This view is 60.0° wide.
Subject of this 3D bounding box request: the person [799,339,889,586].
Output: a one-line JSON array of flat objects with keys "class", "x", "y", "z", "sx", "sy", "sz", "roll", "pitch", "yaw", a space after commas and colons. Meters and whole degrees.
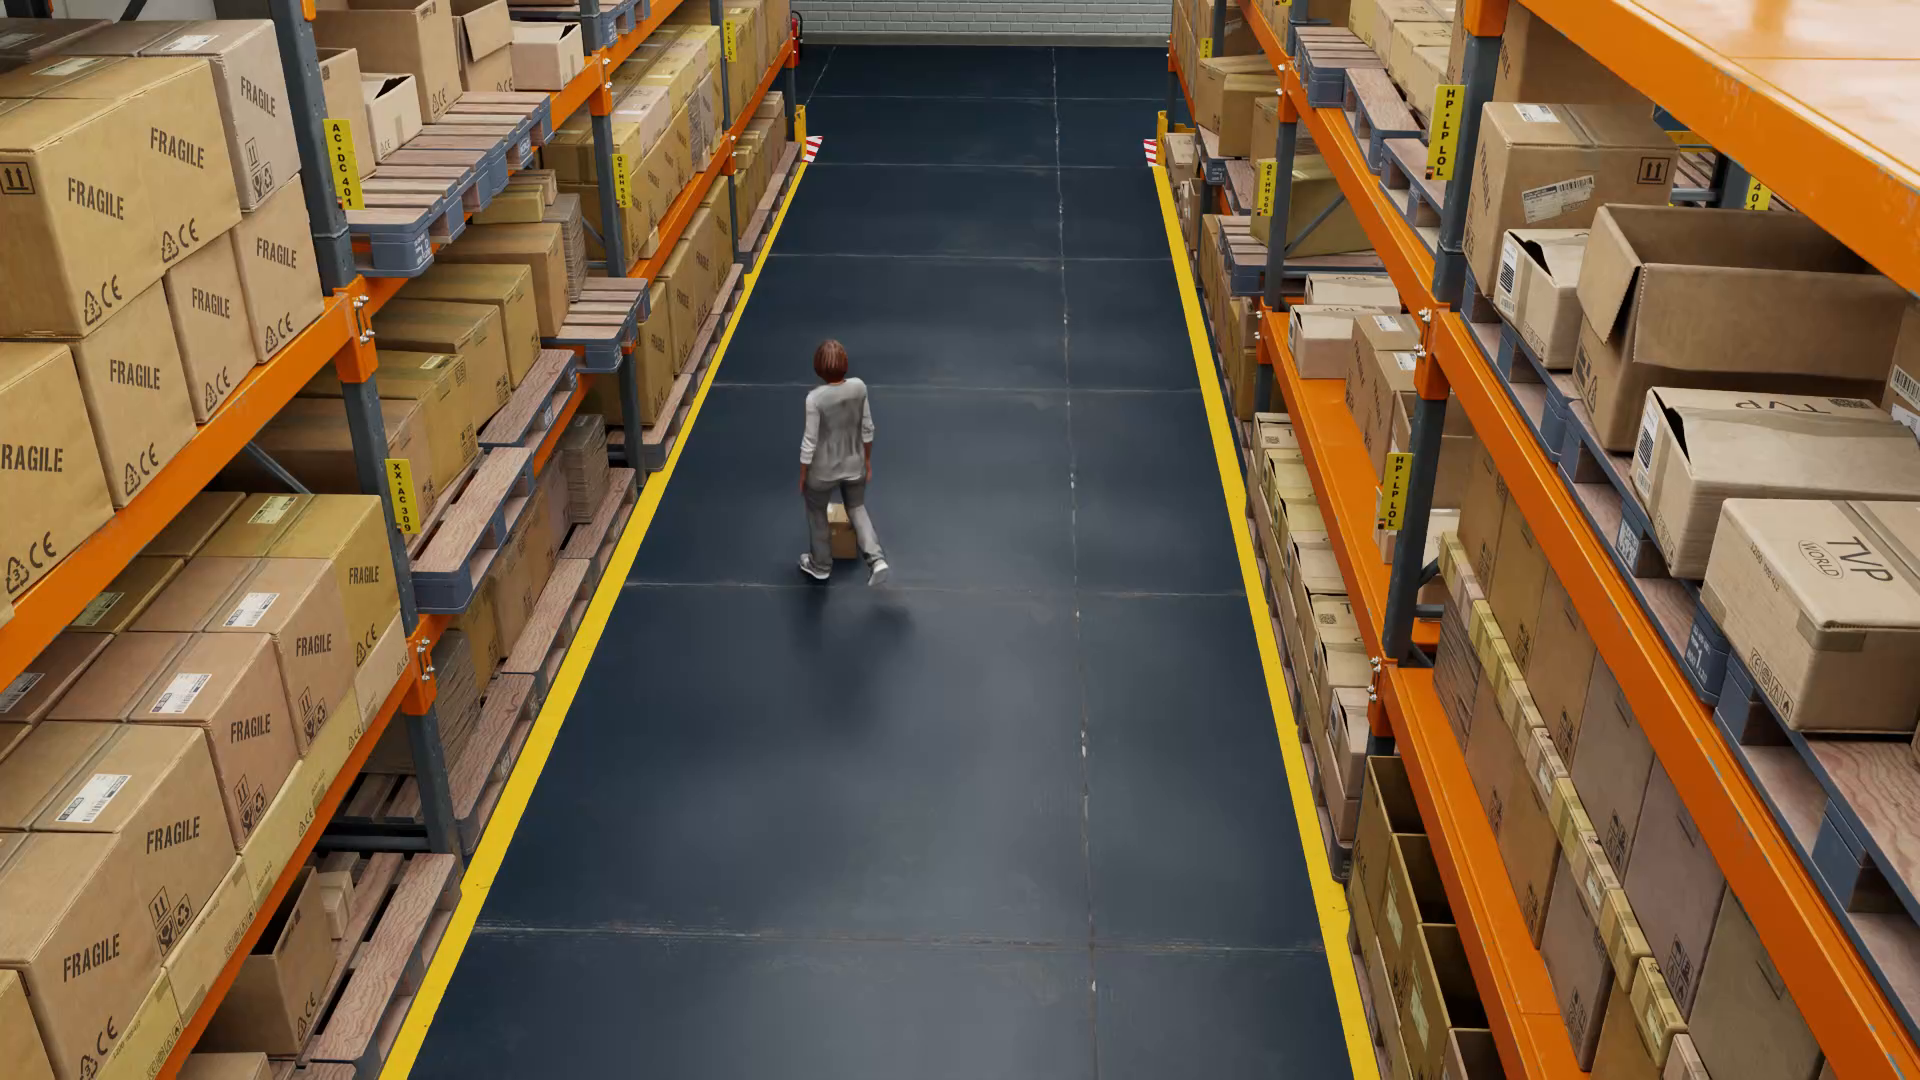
[{"class": "person", "x": -0.711, "y": -0.420, "z": 9.418, "sx": 0.440, "sy": 1.565, "sz": 0.736, "roll": -14, "pitch": 32, "yaw": -25}]
